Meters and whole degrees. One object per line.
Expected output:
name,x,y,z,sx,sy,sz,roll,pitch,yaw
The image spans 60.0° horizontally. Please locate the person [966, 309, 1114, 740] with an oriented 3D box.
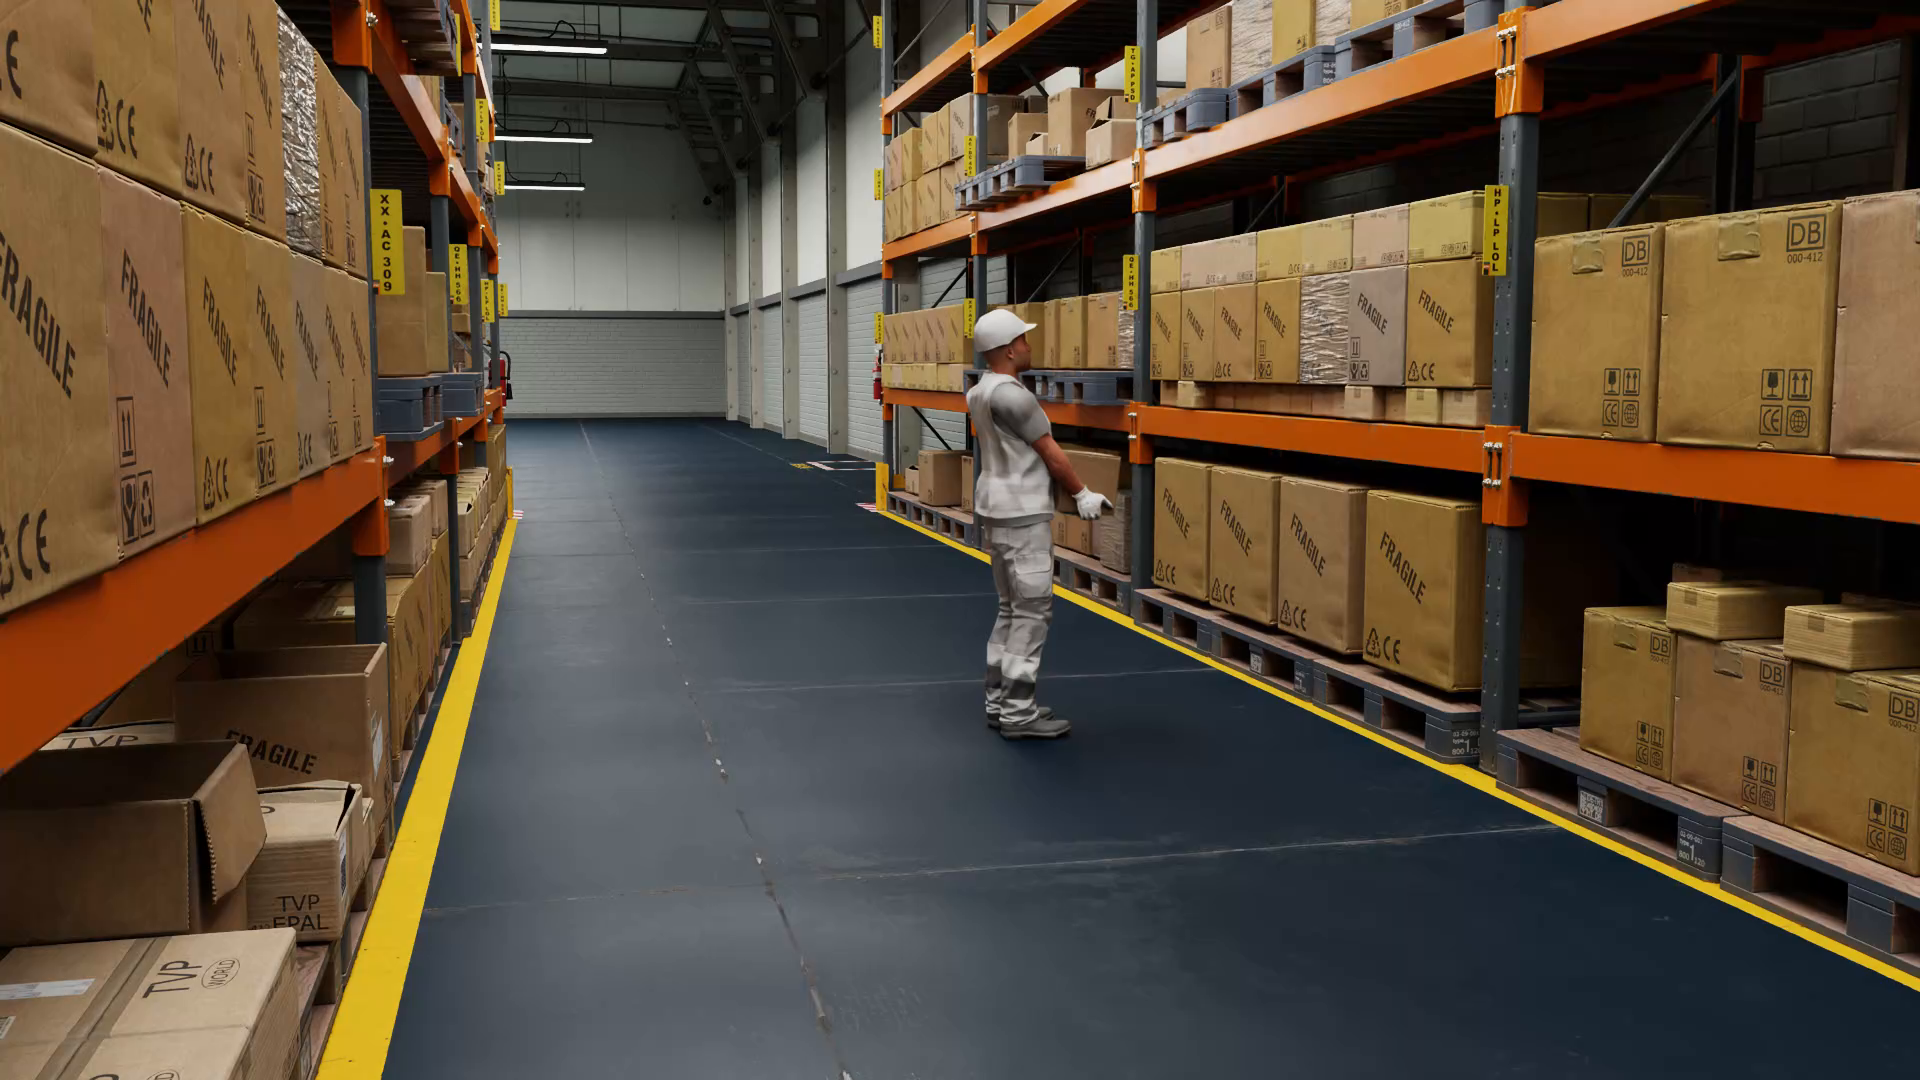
person,0.331,-0.074,7.020,0.564,1.781,0.494,-1,6,-14
